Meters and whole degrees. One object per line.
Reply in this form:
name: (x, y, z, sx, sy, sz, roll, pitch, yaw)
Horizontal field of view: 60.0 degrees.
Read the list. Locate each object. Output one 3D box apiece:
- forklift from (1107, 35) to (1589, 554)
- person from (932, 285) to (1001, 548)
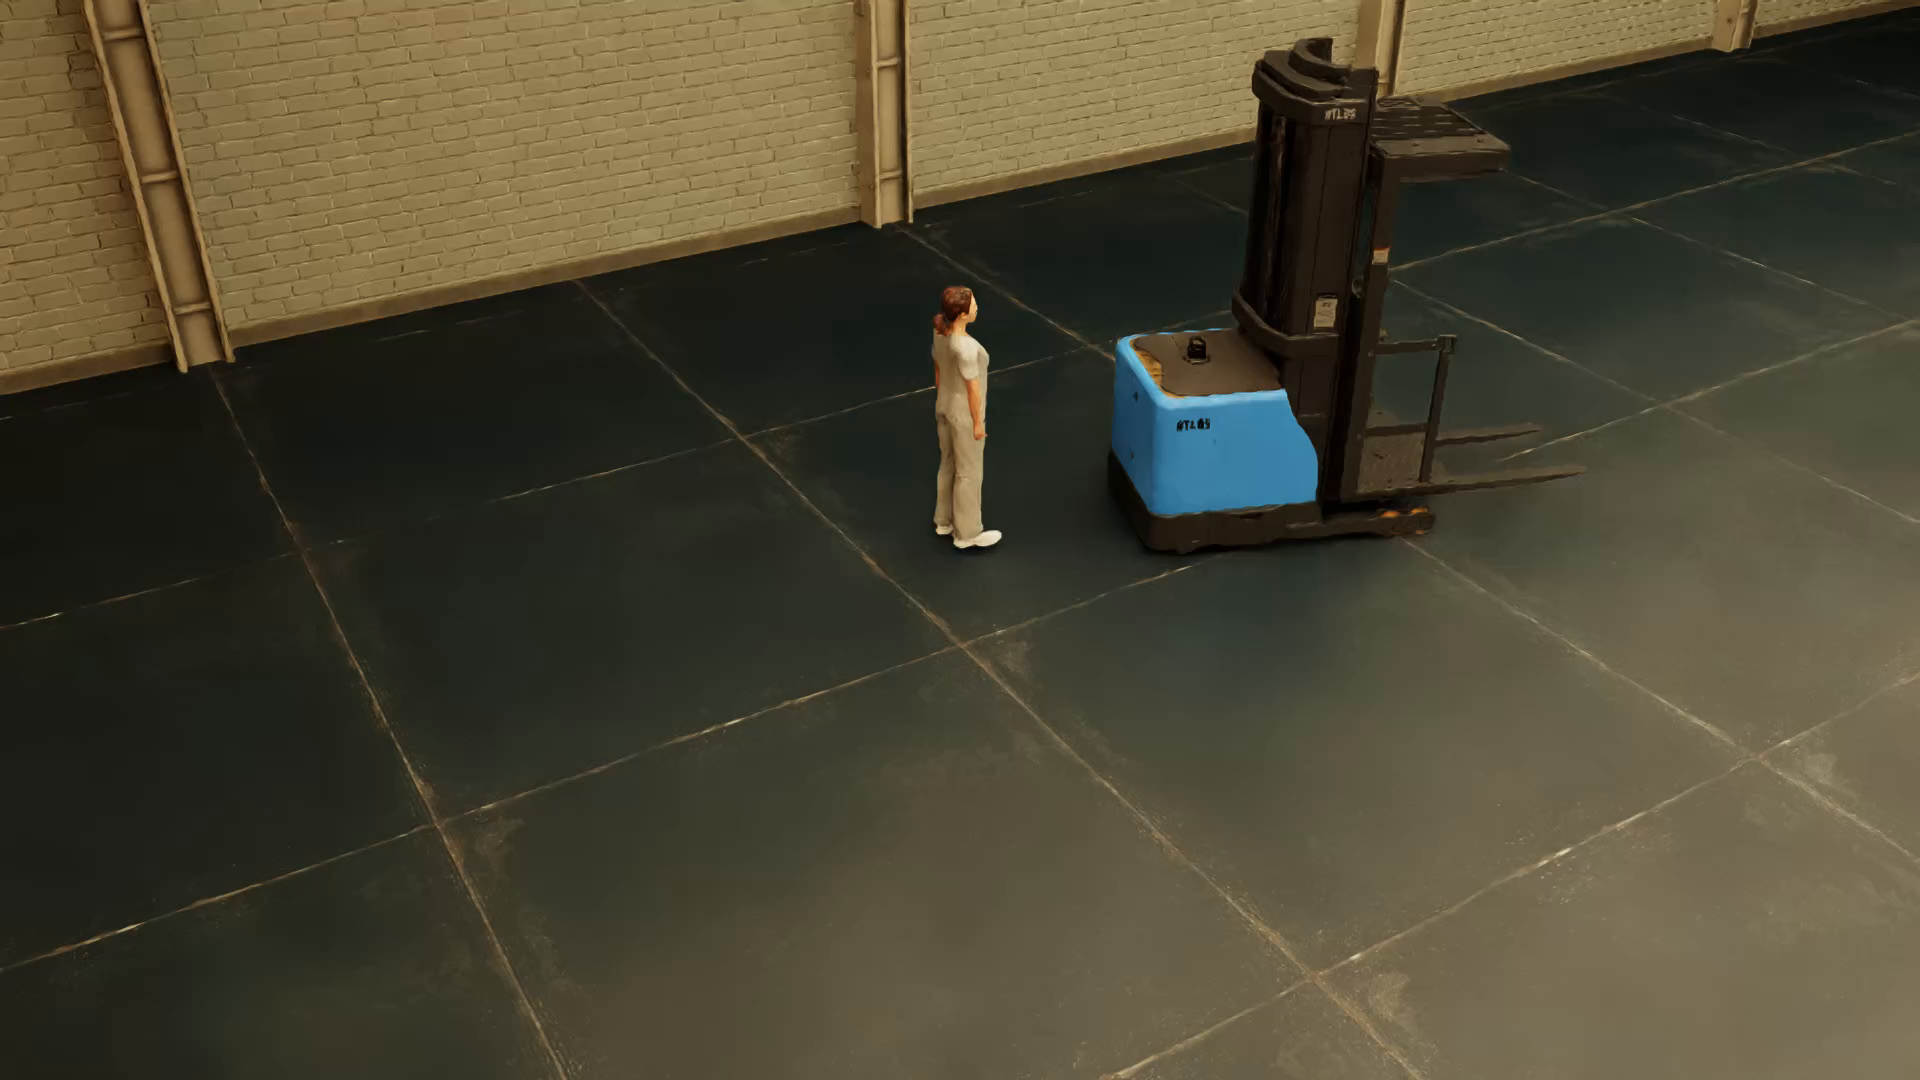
forklift: (2.548, -1.537, 10.215, 3.031, 2.935, 1.130, -6, 31, -9)
person: (0.007, -0.755, 10.055, 0.365, 1.672, 0.432, -17, 35, -26)
